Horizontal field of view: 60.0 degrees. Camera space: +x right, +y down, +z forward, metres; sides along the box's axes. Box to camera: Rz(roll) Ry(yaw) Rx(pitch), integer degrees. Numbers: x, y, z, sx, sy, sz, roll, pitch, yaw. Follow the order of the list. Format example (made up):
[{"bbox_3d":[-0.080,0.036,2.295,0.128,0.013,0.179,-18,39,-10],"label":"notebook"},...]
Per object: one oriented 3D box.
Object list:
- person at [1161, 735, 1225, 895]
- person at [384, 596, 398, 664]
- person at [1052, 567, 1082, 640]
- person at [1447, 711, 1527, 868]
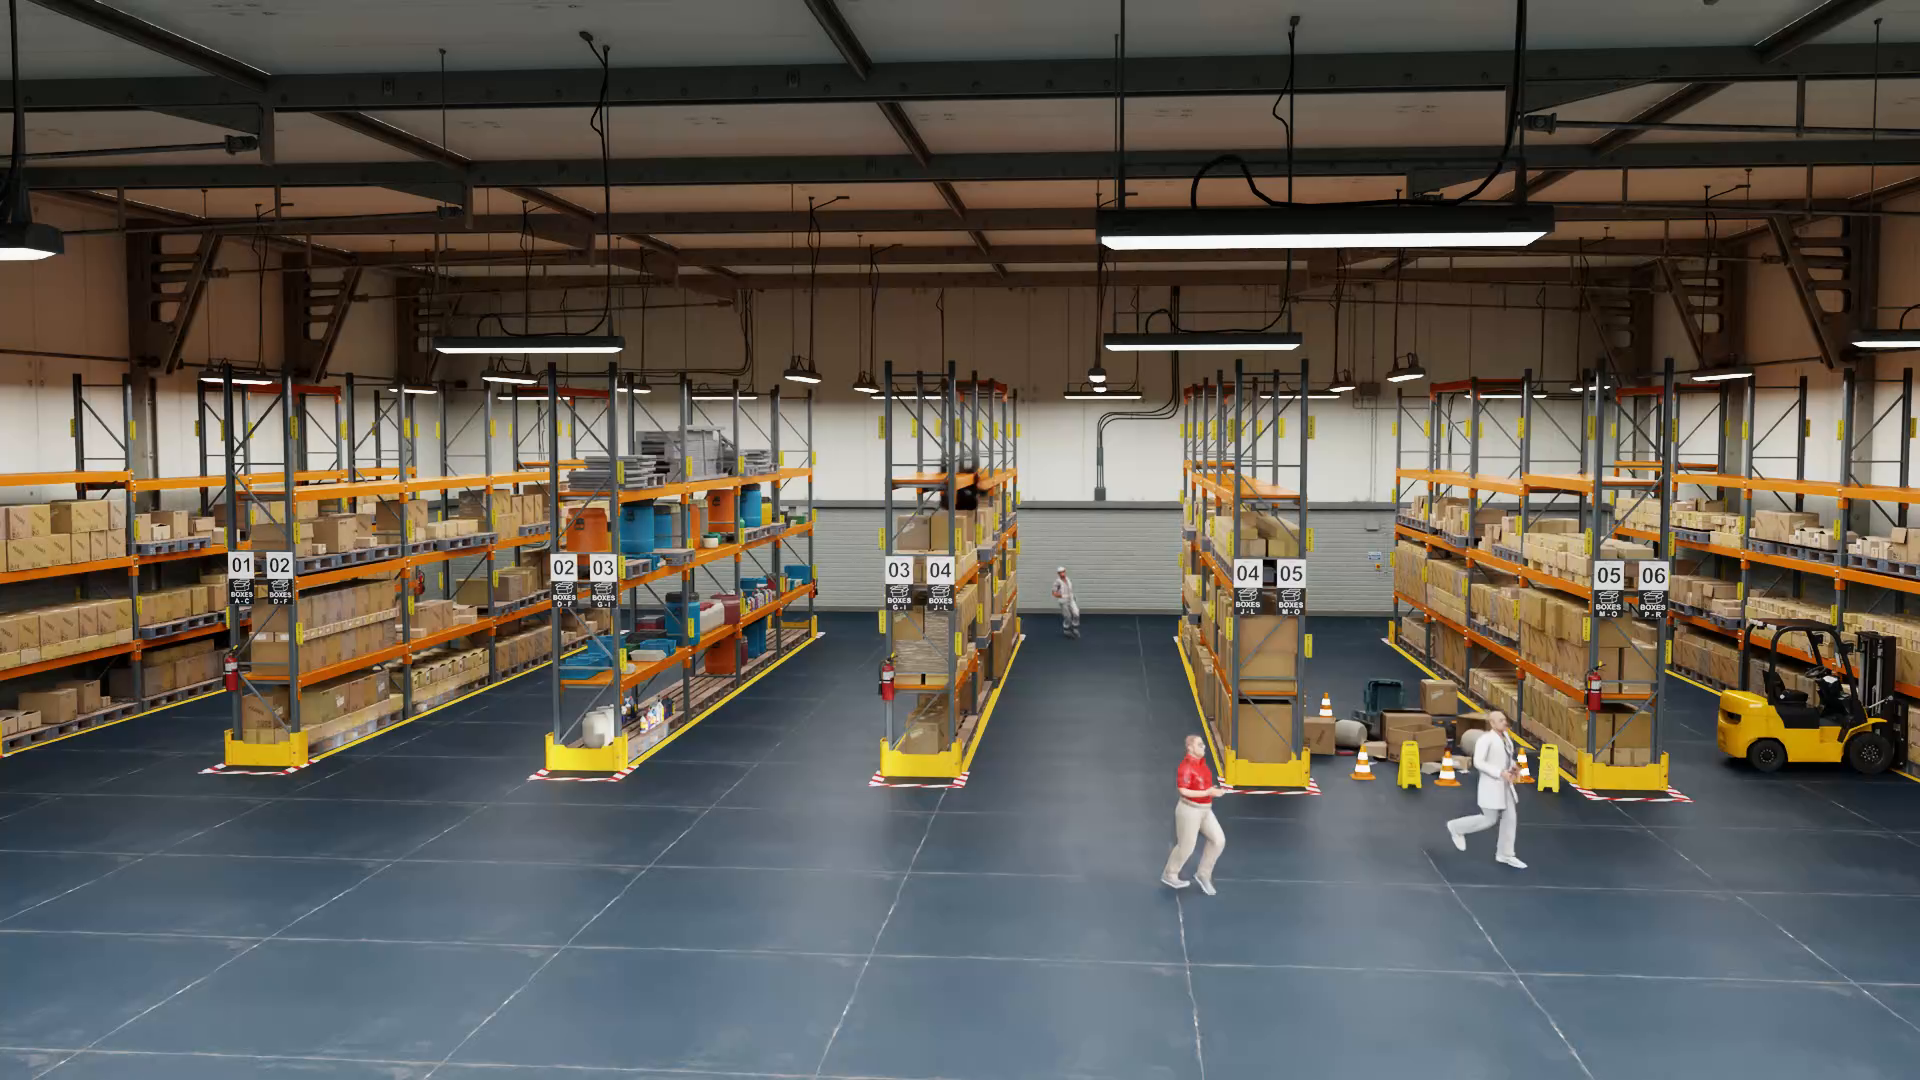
[{"bbox_3d":[2.538,2.935,17.922,0.767,1.691,0.638,3,5,36],"label":"person"},{"bbox_3d":[-11.182,1.949,32.605,0.658,1.800,0.899,0,4,1],"label":"person"},{"bbox_3d":[2.515,1.516,39.921,0.691,1.762,0.616,-2,4,-30],"label":"person"},{"bbox_3d":[6.175,2.862,19.332,0.718,1.781,0.934,-3,5,-40],"label":"person"}]
